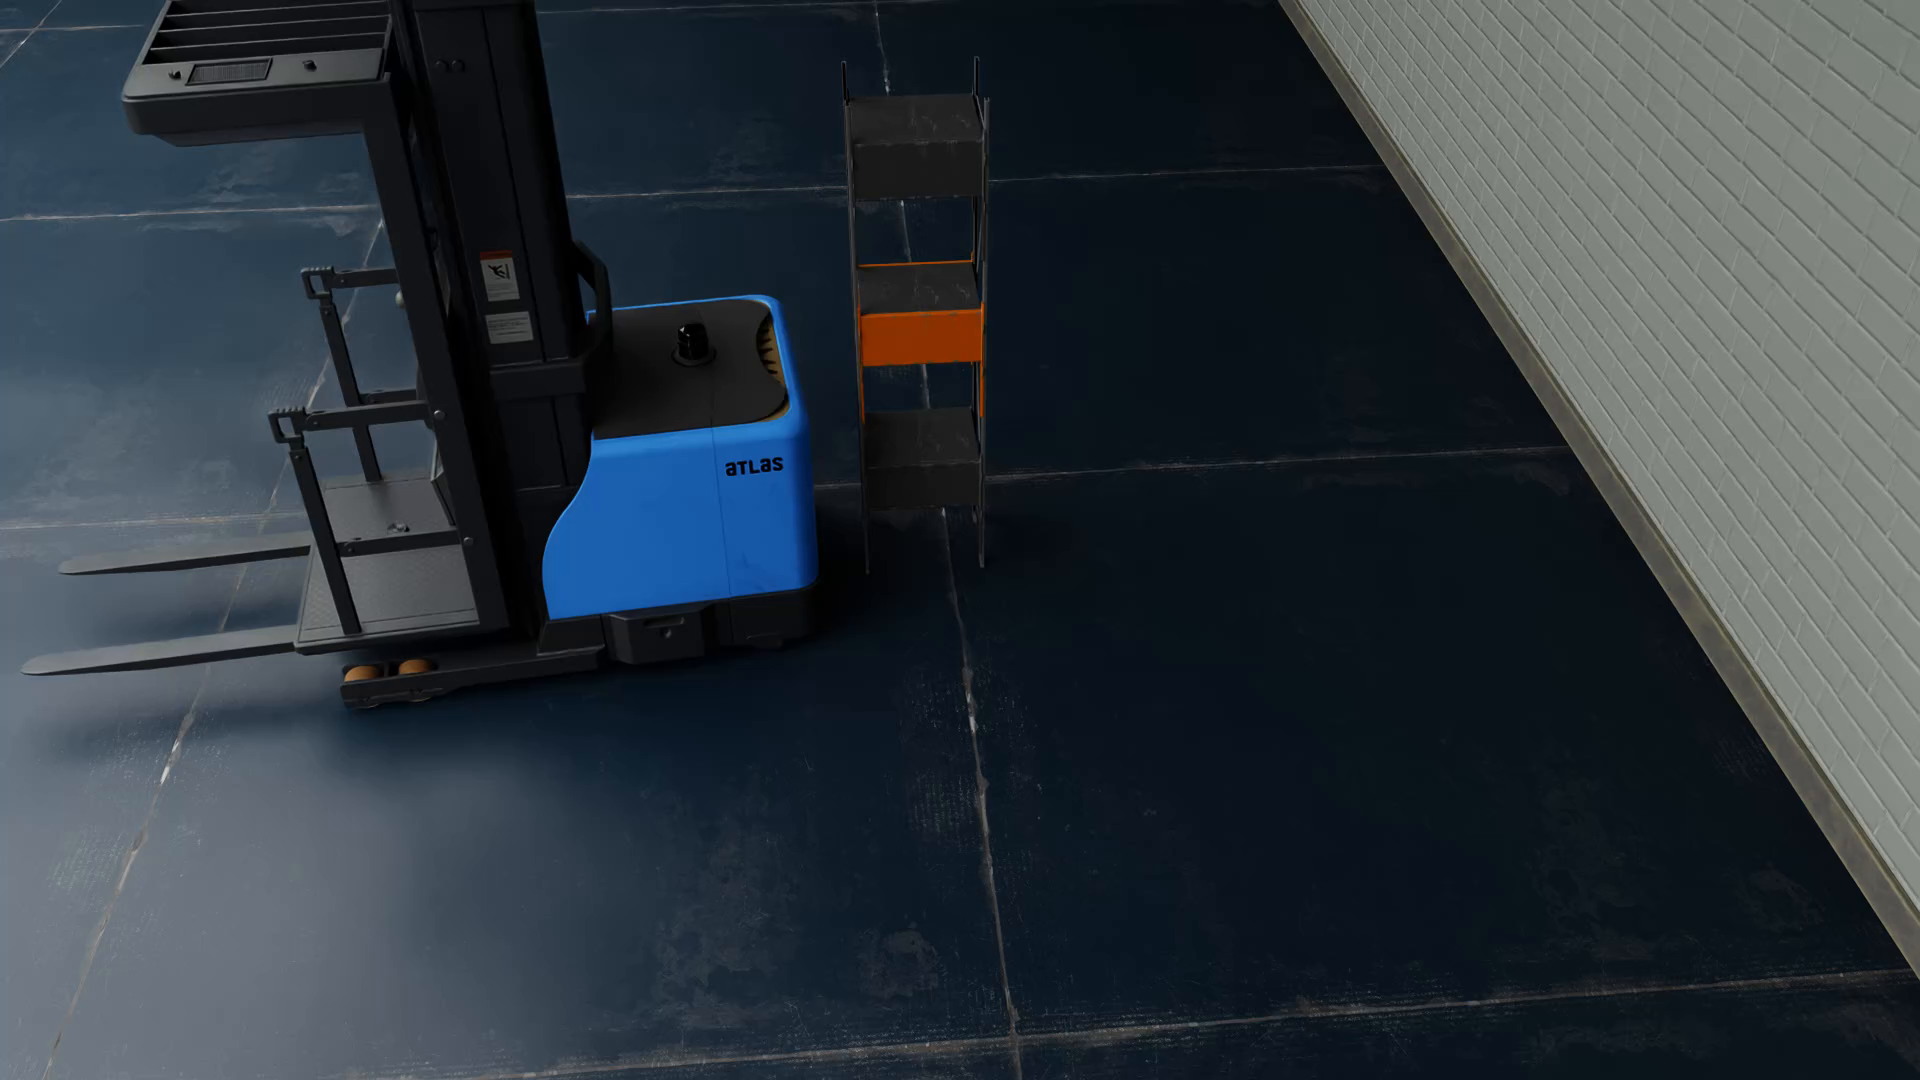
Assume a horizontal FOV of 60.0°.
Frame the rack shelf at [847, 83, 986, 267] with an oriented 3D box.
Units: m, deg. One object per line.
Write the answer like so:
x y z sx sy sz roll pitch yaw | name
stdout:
-0.165 -1.354 6.163 0.480 0.518 0.431 -3 38 -4 | rack shelf

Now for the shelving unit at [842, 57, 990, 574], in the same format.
-0.165 -0.815 6.588 0.503 2.100 0.431 -3 38 -4 | shelving unit

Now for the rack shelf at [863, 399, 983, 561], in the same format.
-0.165 -0.255 7.030 0.480 0.518 0.431 -3 38 -4 | rack shelf

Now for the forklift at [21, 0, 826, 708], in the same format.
-2.112 -0.858 5.971 3.031 2.935 1.130 -7 39 -9 | forklift

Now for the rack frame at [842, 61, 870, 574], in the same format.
-0.408 -0.802 6.571 0.015 2.100 0.400 -3 38 -4 | rack frame

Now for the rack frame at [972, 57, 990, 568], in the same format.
0.078 -0.829 6.605 0.015 2.100 0.400 -3 38 -4 | rack frame

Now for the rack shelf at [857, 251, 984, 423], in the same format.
-0.165 -0.805 6.597 0.480 0.518 0.431 -3 38 -4 | rack shelf
